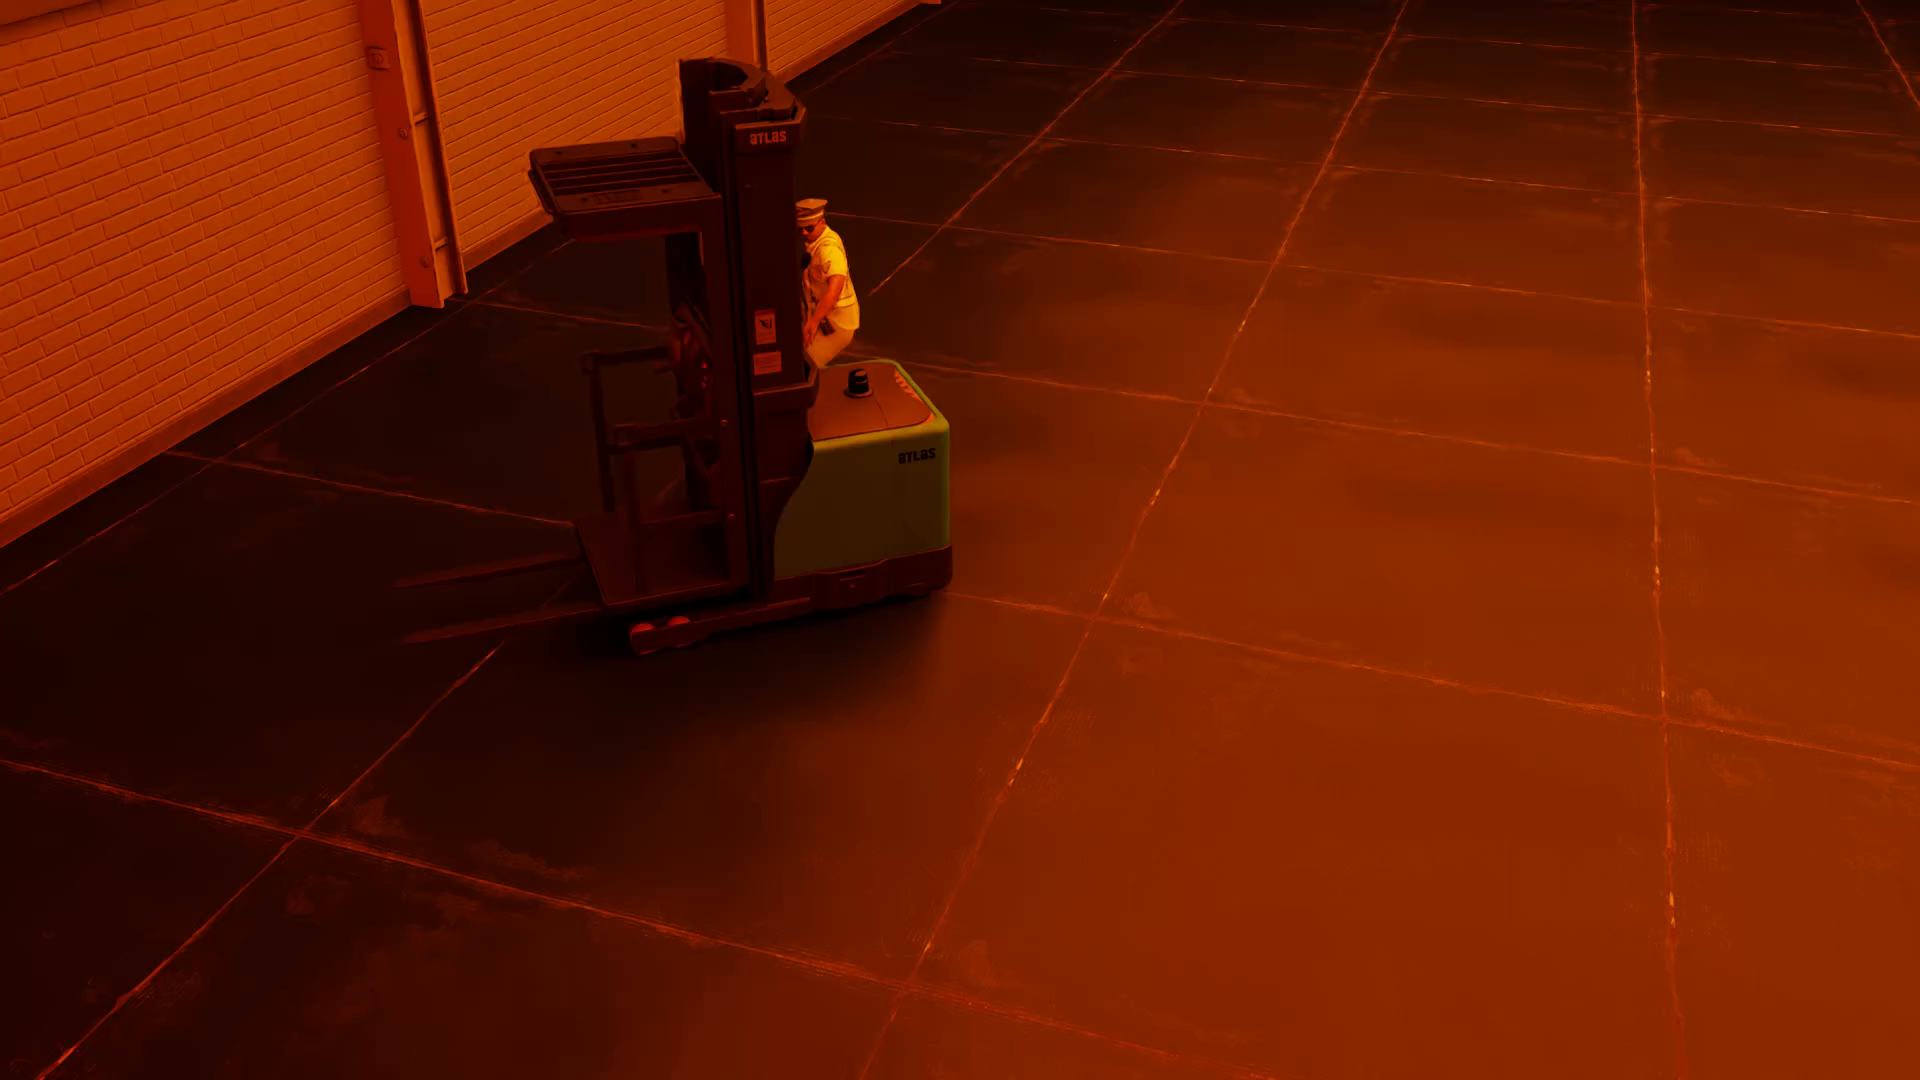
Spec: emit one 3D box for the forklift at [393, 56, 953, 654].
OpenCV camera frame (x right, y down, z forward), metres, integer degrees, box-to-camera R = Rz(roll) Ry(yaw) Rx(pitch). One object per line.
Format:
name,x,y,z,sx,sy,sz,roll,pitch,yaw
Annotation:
forklift,-1.614,-0.950,8.803,3.031,2.935,1.130,-10,31,-18

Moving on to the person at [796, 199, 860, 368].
person,-0.922,-1.500,11.175,0.508,1.641,1.141,0,30,1
